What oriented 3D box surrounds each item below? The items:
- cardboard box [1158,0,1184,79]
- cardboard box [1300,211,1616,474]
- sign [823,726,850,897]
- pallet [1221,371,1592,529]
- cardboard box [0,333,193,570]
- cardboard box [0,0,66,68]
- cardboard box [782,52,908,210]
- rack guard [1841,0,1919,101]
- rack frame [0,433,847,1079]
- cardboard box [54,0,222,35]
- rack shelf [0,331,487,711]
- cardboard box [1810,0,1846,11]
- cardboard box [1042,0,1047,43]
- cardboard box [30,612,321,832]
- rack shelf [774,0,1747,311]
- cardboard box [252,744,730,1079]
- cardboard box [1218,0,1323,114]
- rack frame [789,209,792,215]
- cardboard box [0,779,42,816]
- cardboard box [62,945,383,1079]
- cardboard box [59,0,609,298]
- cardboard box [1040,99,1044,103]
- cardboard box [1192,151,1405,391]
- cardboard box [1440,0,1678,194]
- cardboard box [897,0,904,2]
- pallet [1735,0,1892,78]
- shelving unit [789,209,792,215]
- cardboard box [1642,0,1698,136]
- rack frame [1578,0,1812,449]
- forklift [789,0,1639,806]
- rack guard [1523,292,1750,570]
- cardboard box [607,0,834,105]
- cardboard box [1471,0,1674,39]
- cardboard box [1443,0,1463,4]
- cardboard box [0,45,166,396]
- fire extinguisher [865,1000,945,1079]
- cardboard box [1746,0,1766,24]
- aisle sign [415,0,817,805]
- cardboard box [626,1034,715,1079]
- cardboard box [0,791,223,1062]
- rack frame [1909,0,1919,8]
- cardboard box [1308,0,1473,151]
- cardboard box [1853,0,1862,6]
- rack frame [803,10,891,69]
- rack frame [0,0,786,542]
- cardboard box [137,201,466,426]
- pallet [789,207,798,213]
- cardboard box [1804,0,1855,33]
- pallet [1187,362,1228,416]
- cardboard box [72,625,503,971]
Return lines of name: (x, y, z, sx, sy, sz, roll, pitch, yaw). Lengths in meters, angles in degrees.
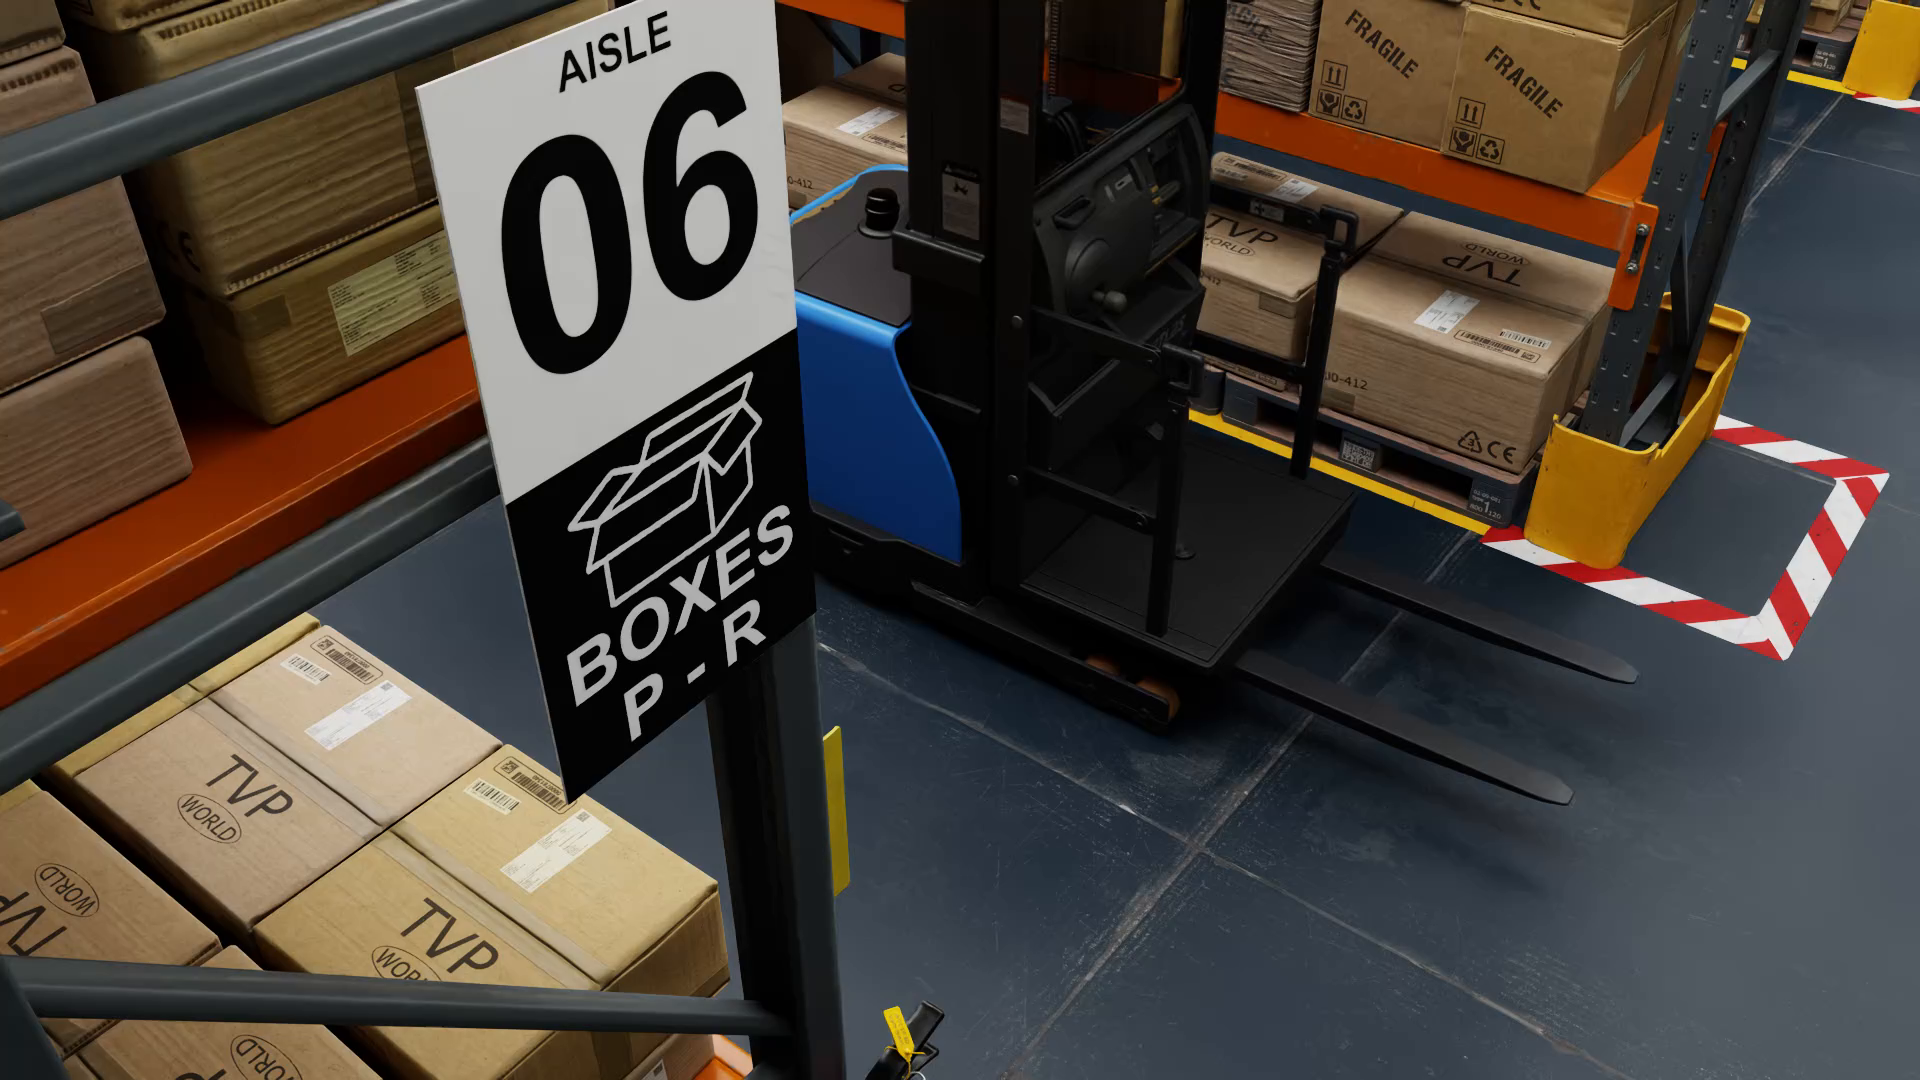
cardboard box: (0.721, -2.079, 6.145, 0.500, 0.500, 0.500, 27, 45, 30)
cardboard box: (1.902, -0.773, 6.296, 0.875, 0.438, 0.875, 24, 44, 27)
sign: (-0.196, 0.407, 2.349, 0.005, 0.325, 0.100, 25, 45, 29)
pallet: (1.805, -0.582, 6.576, 1.213, 0.211, 1.003, 25, 45, 29)
cardboard box: (-0.920, -0.075, 1.438, 0.250, 0.149, 0.380, 27, 45, 30)
cardboard box: (-1.048, -0.452, 1.190, 0.500, 0.250, 0.500, 24, 44, 27)
cardboard box: (-0.256, -1.785, 7.589, 0.875, 0.438, 0.875, 25, 44, 28)
rack guard: (5.354, -2.925, 9.334, 0.348, 0.500, 1.175, 25, 45, 29)
rack frame: (-0.525, 1.013, 2.277, 0.127, 3.000, 1.000, 25, 45, 29)
cardboard box: (-0.725, -0.712, 1.522, 0.500, 0.250, 0.500, 25, 44, 28)
rack shelf: (-2.114, -0.634, 2.530, 4.000, 0.370, 1.077, 25, 45, 29)
cardboard box: (4.822, -3.098, 9.259, 0.250, 0.149, 0.380, 24, 44, 27)
cardboard box: (0.312, -2.272, 6.392, 0.500, 0.500, 0.500, 26, 45, 29)
cardboard box: (-1.527, 0.276, 3.098, 0.500, 0.250, 0.500, 24, 44, 28)
rack shelf: (0.899, -1.884, 6.561, 4.000, 0.370, 1.077, 25, 45, 29)
cardboard box: (-0.722, 0.653, 2.617, 0.500, 0.250, 0.500, 25, 45, 29)
cardboard box: (1.139, -1.892, 5.906, 0.500, 0.500, 0.500, 27, 45, 30)
rack frame: (-0.644, -0.683, 6.025, 0.008, 1.050, 0.200, 23, 44, 27)
cardboard box: (-1.851, 0.531, 2.772, 0.500, 0.250, 0.500, 27, 45, 30)
cardboard box: (-1.052, 0.913, 2.285, 0.500, 0.250, 0.500, 27, 45, 30)
cardboard box: (-0.712, -0.526, 1.690, 0.500, 0.250, 0.500, 25, 44, 28)
cardboard box: (0.455, -1.451, 7.161, 0.875, 0.438, 0.875, 24, 44, 27)
cardboard box: (1.170, -1.112, 6.729, 0.875, 0.438, 0.875, 27, 45, 30)
cardboard box: (1.943, -1.509, 5.417, 0.500, 0.500, 0.500, 26, 45, 29)
cardboard box: (-0.079, -2.462, 6.634, 0.500, 0.500, 0.500, 26, 45, 29)
pallet: (4.730, -3.132, 9.834, 1.213, 0.211, 1.003, 25, 45, 29)
shelving unit: (-0.744, -0.726, 6.080, 0.252, 1.050, 0.215, 23, 44, 27)
cardboard box: (2.281, -1.778, 5.761, 0.500, 0.500, 0.500, 25, 44, 28)
rack frame: (2.487, -1.419, 5.383, 0.127, 3.000, 1.000, 25, 45, 29)
forklift: (0.660, -0.932, 4.817, 3.031, 2.935, 1.130, 23, 44, 27)
rack guard: (2.506, -0.425, 6.142, 0.348, 0.500, 1.175, 25, 45, 29)
cardboard box: (-1.231, -2.438, 8.068, 0.875, 0.875, 0.875, 27, 45, 30)
cardboard box: (1.960, -1.916, 5.125, 0.500, 0.500, 0.500, 27, 45, 30)
cardboard box: (1.527, -2.097, 5.357, 0.500, 0.500, 0.500, 25, 45, 29)
cardboard box: (-1.044, -0.259, 1.349, 0.500, 0.250, 0.500, 24, 44, 28)
fire extinguisher: (-0.128, 1.019, 2.634, 0.183, 0.674, 0.296, 25, 45, 29)
cardboard box: (4.604, -3.065, 9.457, 0.250, 0.149, 0.380, 27, 45, 30)
aisle sign: (-0.293, -0.129, 1.626, 0.004, 0.787, 0.394, 25, 45, 29)
cardboard box: (-0.620, 0.855, 2.683, 0.250, 0.149, 0.380, 25, 44, 28)
cardboard box: (-1.461, 0.719, 2.533, 0.500, 0.250, 0.500, 25, 45, 29)
rack frame: (5.414, -3.880, 8.527, 0.127, 3.000, 1.000, 25, 45, 29)
cardboard box: (1.554, -1.704, 5.667, 0.500, 0.500, 0.500, 24, 44, 28)
cardboard box: (5.193, -3.276, 9.727, 0.250, 0.149, 0.380, 26, 45, 29)
rack frame: (-0.690, -2.917, 7.296, 0.127, 3.000, 1.000, 25, 45, 29)
rack frame: (-0.525, -1.349, 0.427, 0.127, 3.000, 1.000, 25, 45, 29)
cardboard box: (-0.637, -0.302, 1.727, 0.250, 0.149, 0.380, 26, 45, 29)
pallet: (-0.133, -1.496, 7.743, 1.213, 0.211, 1.003, 25, 45, 29)
cardboard box: (4.870, -3.018, 9.398, 0.250, 0.149, 0.380, 26, 45, 29)
pallet: (0.840, -1.039, 7.160, 1.213, 0.211, 1.003, 25, 45, 29)
cardboard box: (-1.123, 0.465, 2.858, 0.500, 0.250, 0.500, 26, 45, 29)
